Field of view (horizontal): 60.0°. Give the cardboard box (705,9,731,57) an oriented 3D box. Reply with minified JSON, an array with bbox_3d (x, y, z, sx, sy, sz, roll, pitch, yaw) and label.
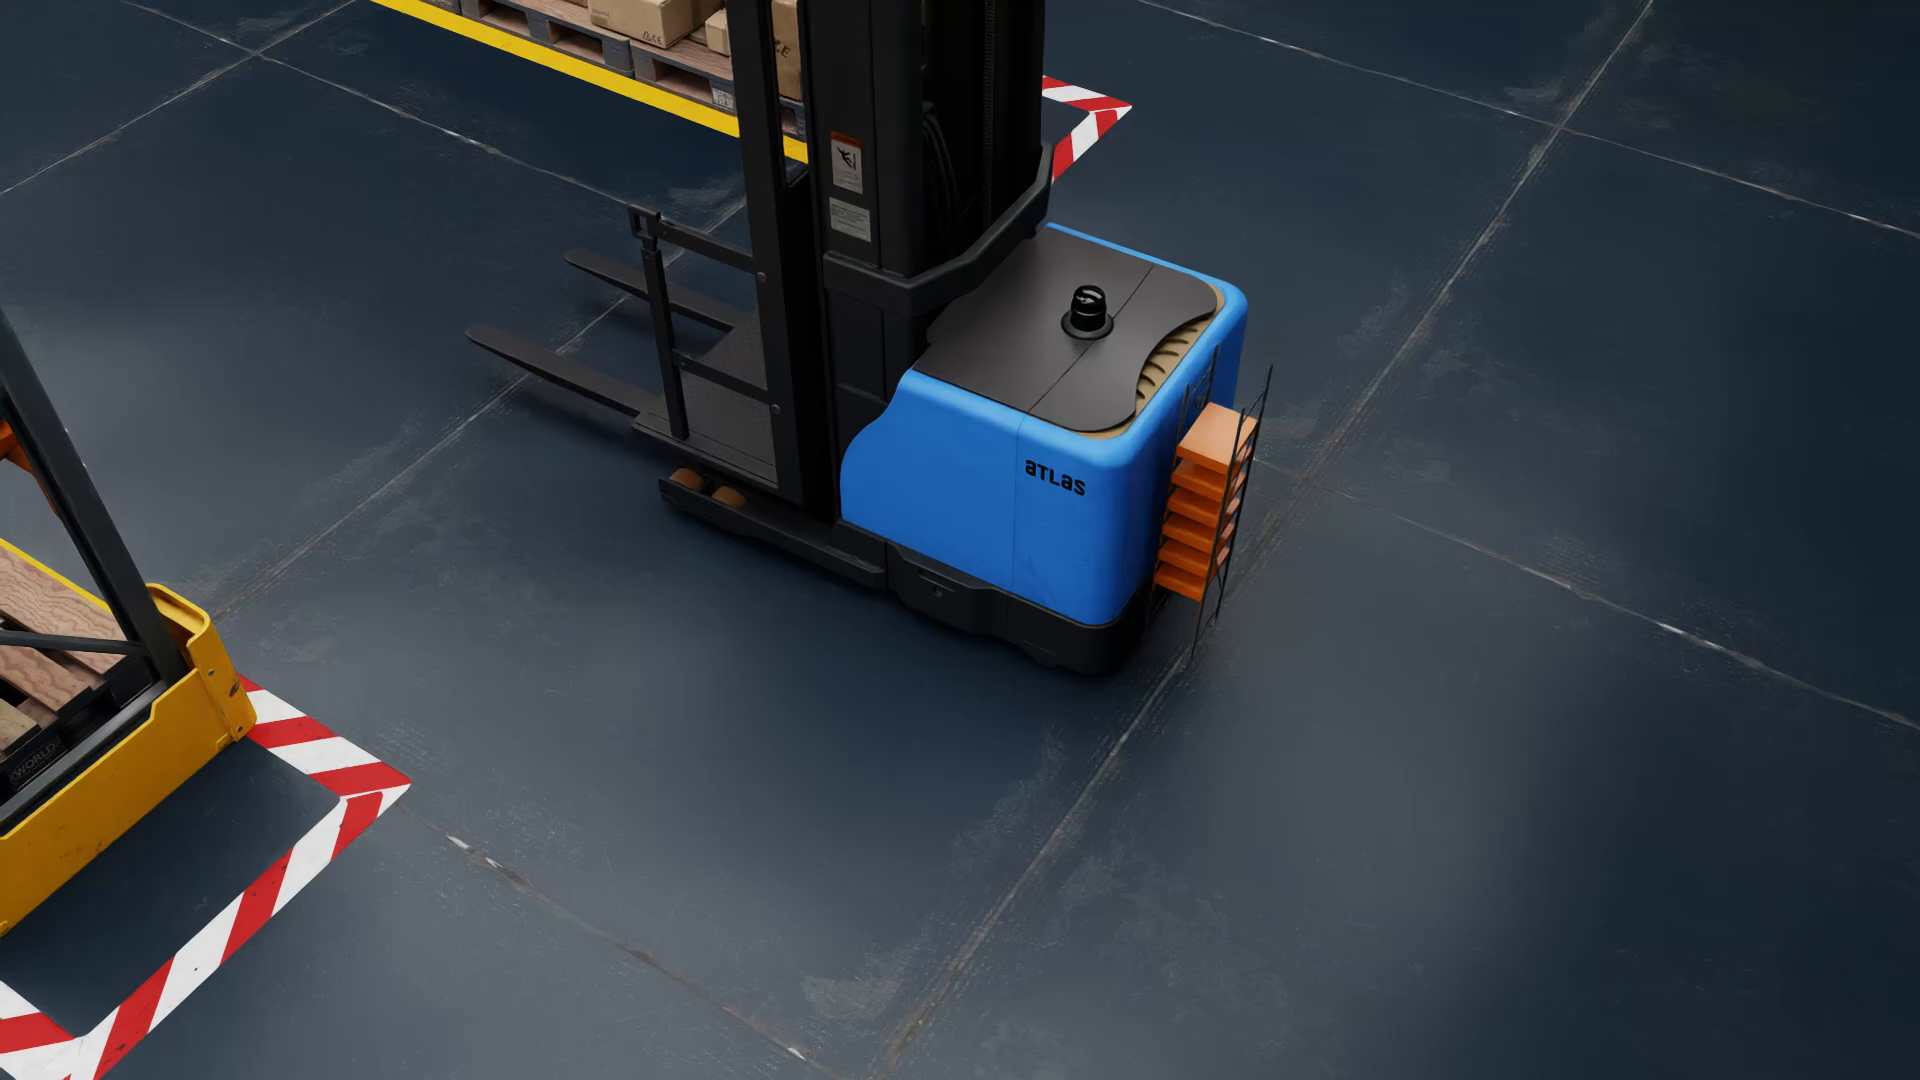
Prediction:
[{"bbox_3d":[-1.058,-2.584,8.339,0.250,0.166,0.380,25,51,22],"label":"cardboard box"}]

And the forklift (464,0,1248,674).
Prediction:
[{"bbox_3d":[-0.546,-1.360,5.528,3.031,2.935,1.130,23,50,21],"label":"forklift"}]

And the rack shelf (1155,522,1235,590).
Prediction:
[{"bbox_3d":[0.799,0.021,5.618,0.180,0.103,0.258,24,50,19],"label":"rack shelf"}]

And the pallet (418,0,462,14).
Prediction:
[{"bbox_3d":[-2.965,-3.456,9.461,1.213,0.211,1.003,25,51,22],"label":"pallet"}]

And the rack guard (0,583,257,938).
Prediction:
[{"bbox_3d":[-2.825,0.716,5.206,0.348,0.500,1.175,25,51,22],"label":"rack guard"}]

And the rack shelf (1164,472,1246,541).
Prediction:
[{"bbox_3d":[0.806,-0.143,5.443,0.180,0.103,0.258,24,50,19],"label":"rack shelf"}]

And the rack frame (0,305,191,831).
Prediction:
[{"bbox_3d":[-2.853,-0.157,4.311,0.127,3.000,1.000,25,51,22],"label":"rack frame"}]

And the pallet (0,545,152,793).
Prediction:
[{"bbox_3d":[-3.526,0.472,5.644,1.213,0.211,1.003,25,51,22],"label":"pallet"}]

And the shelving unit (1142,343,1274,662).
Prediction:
[{"bbox_3d":[0.804,-0.092,5.498,0.189,1.200,0.258,24,50,19],"label":"shelving unit"}]

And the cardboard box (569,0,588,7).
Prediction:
[{"bbox_3d":[-1.958,-3.253,8.754,0.637,0.503,0.797,25,51,22],"label":"cardboard box"}]

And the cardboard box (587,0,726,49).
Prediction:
[{"bbox_3d":[-1.549,-2.788,8.478,0.500,0.250,0.500,25,51,22],"label":"cardboard box"}]

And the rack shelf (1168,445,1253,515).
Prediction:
[{"bbox_3d":[0.810,-0.225,5.355,0.180,0.103,0.258,24,50,19],"label":"rack shelf"}]

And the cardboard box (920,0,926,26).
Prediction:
[{"bbox_3d":[-0.342,-2.675,8.439,0.250,0.149,0.380,25,51,22],"label":"cardboard box"}]

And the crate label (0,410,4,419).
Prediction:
[{"bbox_3d":[-2.883,-0.414,4.635,0.303,0.233,0.416,25,51,22],"label":"crate label"}]

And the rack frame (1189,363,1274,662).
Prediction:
[{"bbox_3d":[0.883,-0.057,5.469,0.006,1.200,0.240,24,50,19],"label":"rack frame"}]

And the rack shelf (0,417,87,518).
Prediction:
[{"bbox_3d":[-4.536,-0.680,5.321,4.000,0.370,1.077,25,51,22],"label":"rack shelf"}]

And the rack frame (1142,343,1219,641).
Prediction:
[{"bbox_3d":[0.725,-0.126,5.527,0.006,1.200,0.240,24,50,19],"label":"rack frame"}]

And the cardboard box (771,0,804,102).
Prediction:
[{"bbox_3d":[-0.766,-2.489,8.014,0.500,0.500,0.500,25,51,22],"label":"cardboard box"}]

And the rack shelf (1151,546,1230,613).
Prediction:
[{"bbox_3d":[0.795,0.103,5.705,0.180,0.103,0.258,24,50,19],"label":"rack shelf"}]

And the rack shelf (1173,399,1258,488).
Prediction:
[{"bbox_3d":[0.814,-0.307,5.268,0.180,0.103,0.258,24,50,19],"label":"rack shelf"}]

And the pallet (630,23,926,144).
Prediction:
[{"bbox_3d":[-0.911,-2.511,8.543,1.213,0.211,1.003,25,51,22],"label":"pallet"}]

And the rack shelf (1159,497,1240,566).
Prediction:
[{"bbox_3d":[0.803,-0.061,5.530,0.180,0.103,0.258,24,50,19],"label":"rack shelf"}]

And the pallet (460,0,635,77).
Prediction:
[{"bbox_3d":[-1.934,-2.984,9.003,1.213,0.211,1.003,25,51,22],"label":"pallet"}]
